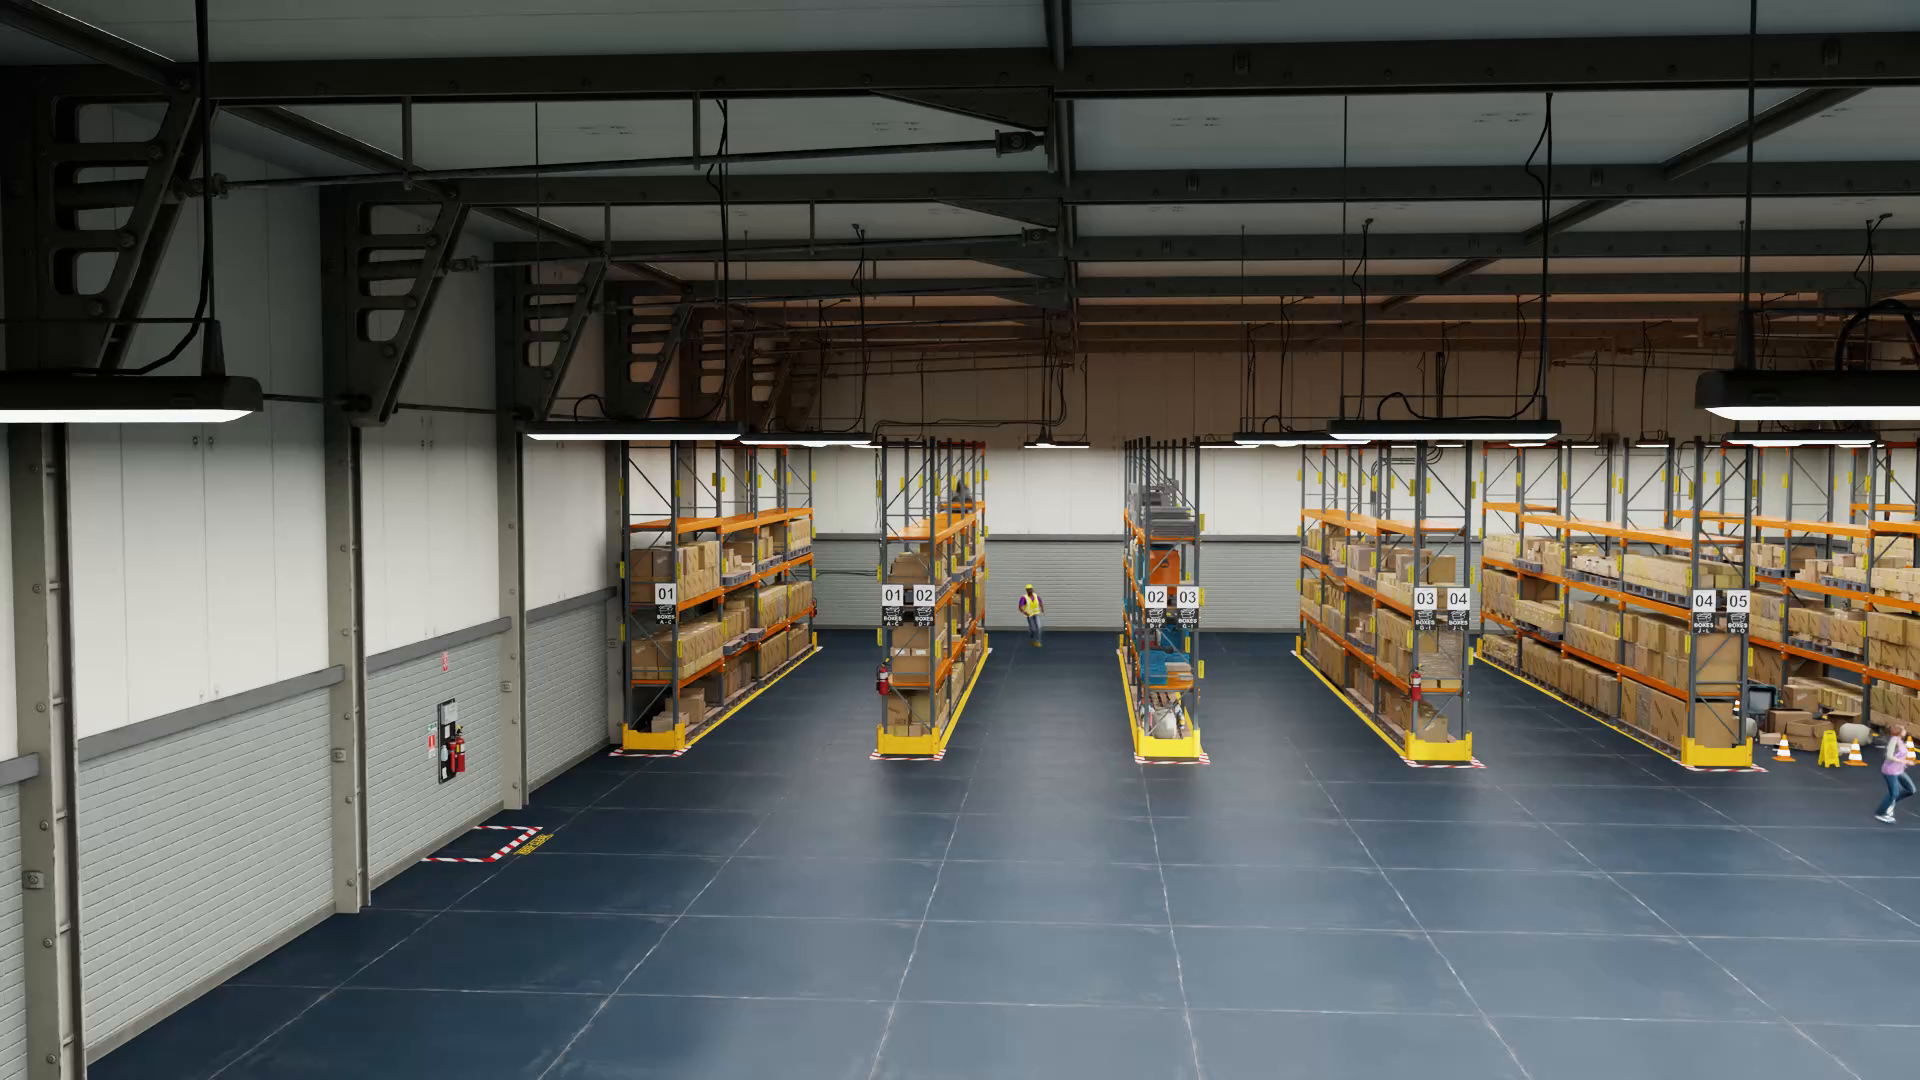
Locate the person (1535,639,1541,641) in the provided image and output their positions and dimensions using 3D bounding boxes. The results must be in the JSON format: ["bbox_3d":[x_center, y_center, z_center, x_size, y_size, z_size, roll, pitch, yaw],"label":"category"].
[{"bbox_3d":[16.593,2.301,47.484,0.777,1.826,0.685,0,3,-8],"label":"person"}]

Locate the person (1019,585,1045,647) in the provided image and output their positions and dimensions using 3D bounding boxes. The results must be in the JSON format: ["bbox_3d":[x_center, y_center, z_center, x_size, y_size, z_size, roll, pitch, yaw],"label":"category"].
[{"bbox_3d":[2.032,2.123,46.565,0.749,1.742,0.689,-1,3,-18],"label":"person"}]

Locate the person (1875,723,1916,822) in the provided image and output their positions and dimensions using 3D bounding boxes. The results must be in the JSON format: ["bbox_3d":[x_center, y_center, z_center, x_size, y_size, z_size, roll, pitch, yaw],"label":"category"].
[{"bbox_3d":[14.366,3.579,25.525,0.537,1.542,0.581,-3,4,-42],"label":"person"}]
